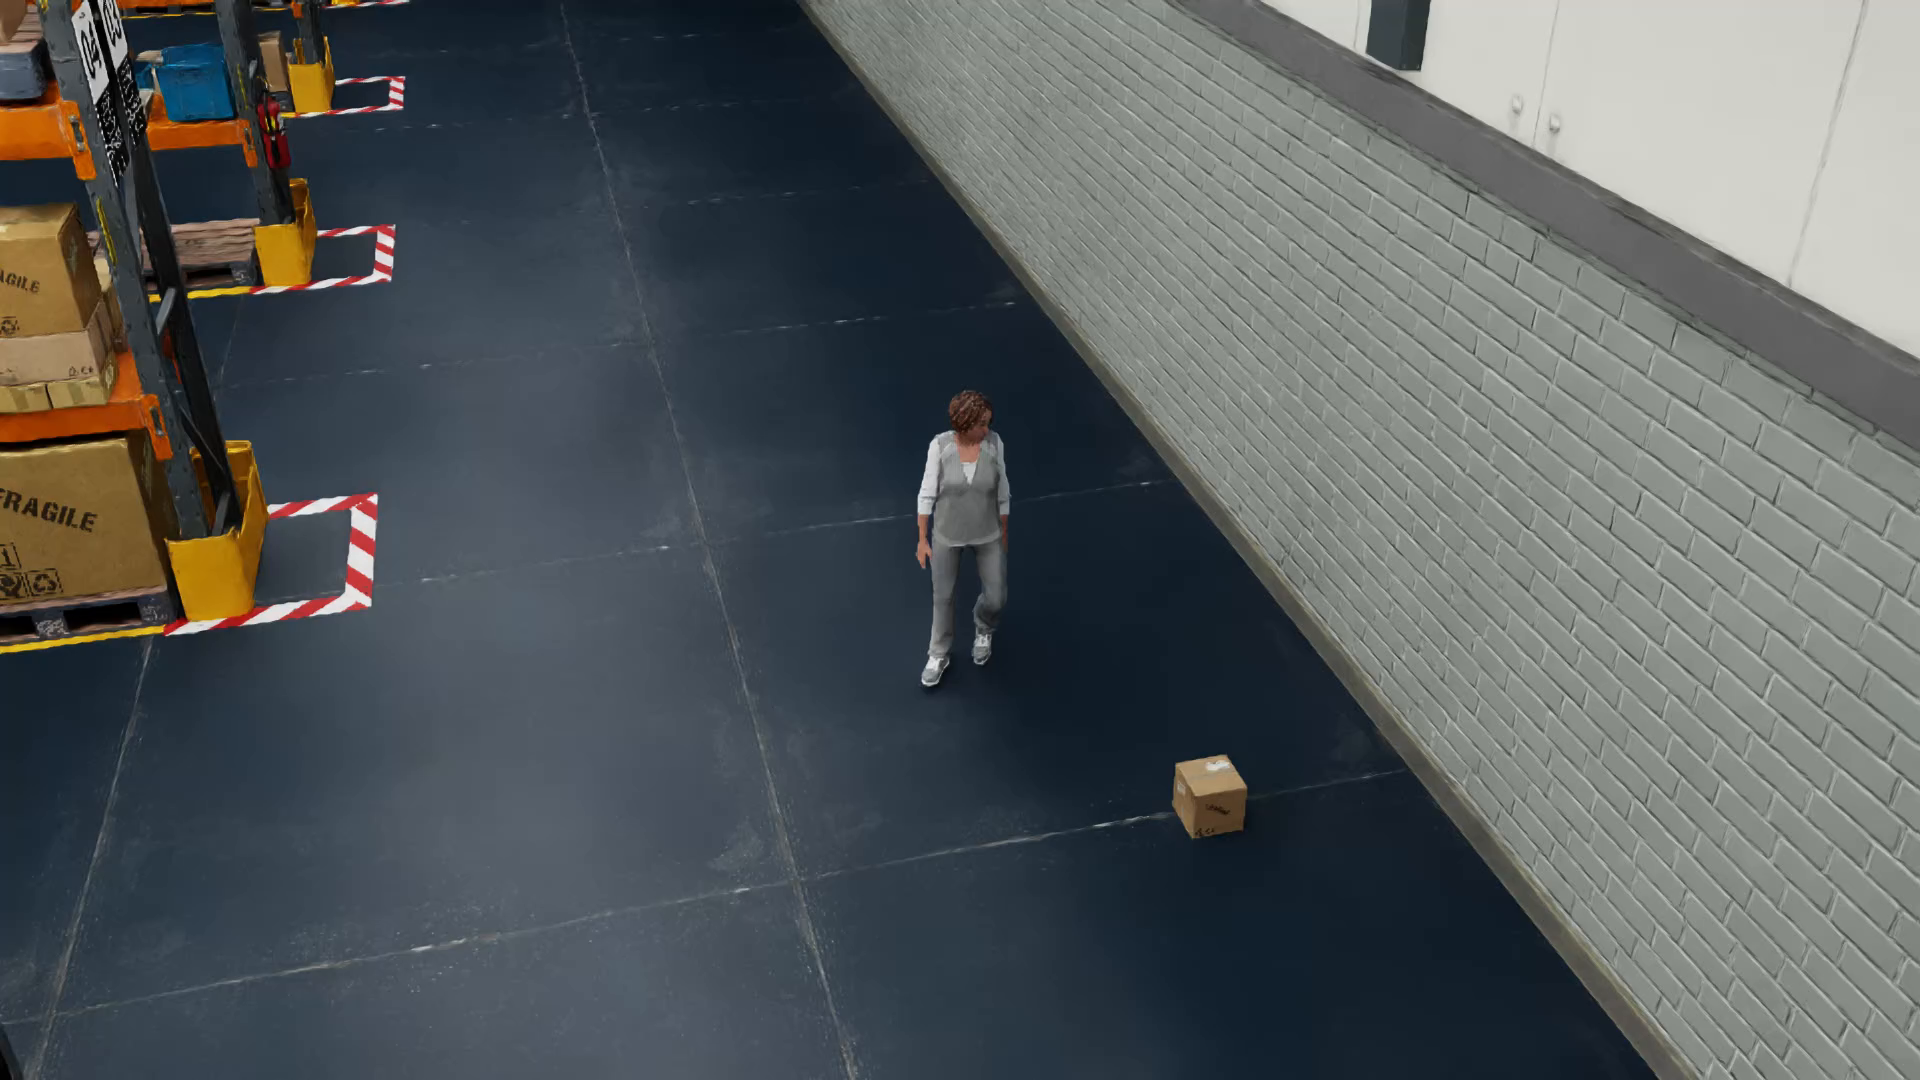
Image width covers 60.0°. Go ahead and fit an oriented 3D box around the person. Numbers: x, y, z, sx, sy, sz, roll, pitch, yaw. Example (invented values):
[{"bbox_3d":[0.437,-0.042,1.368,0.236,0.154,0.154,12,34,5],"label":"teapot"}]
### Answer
[{"bbox_3d":[0.017,-0.032,8.264,0.467,1.598,0.402,-1,31,-1],"label":"person"}]
